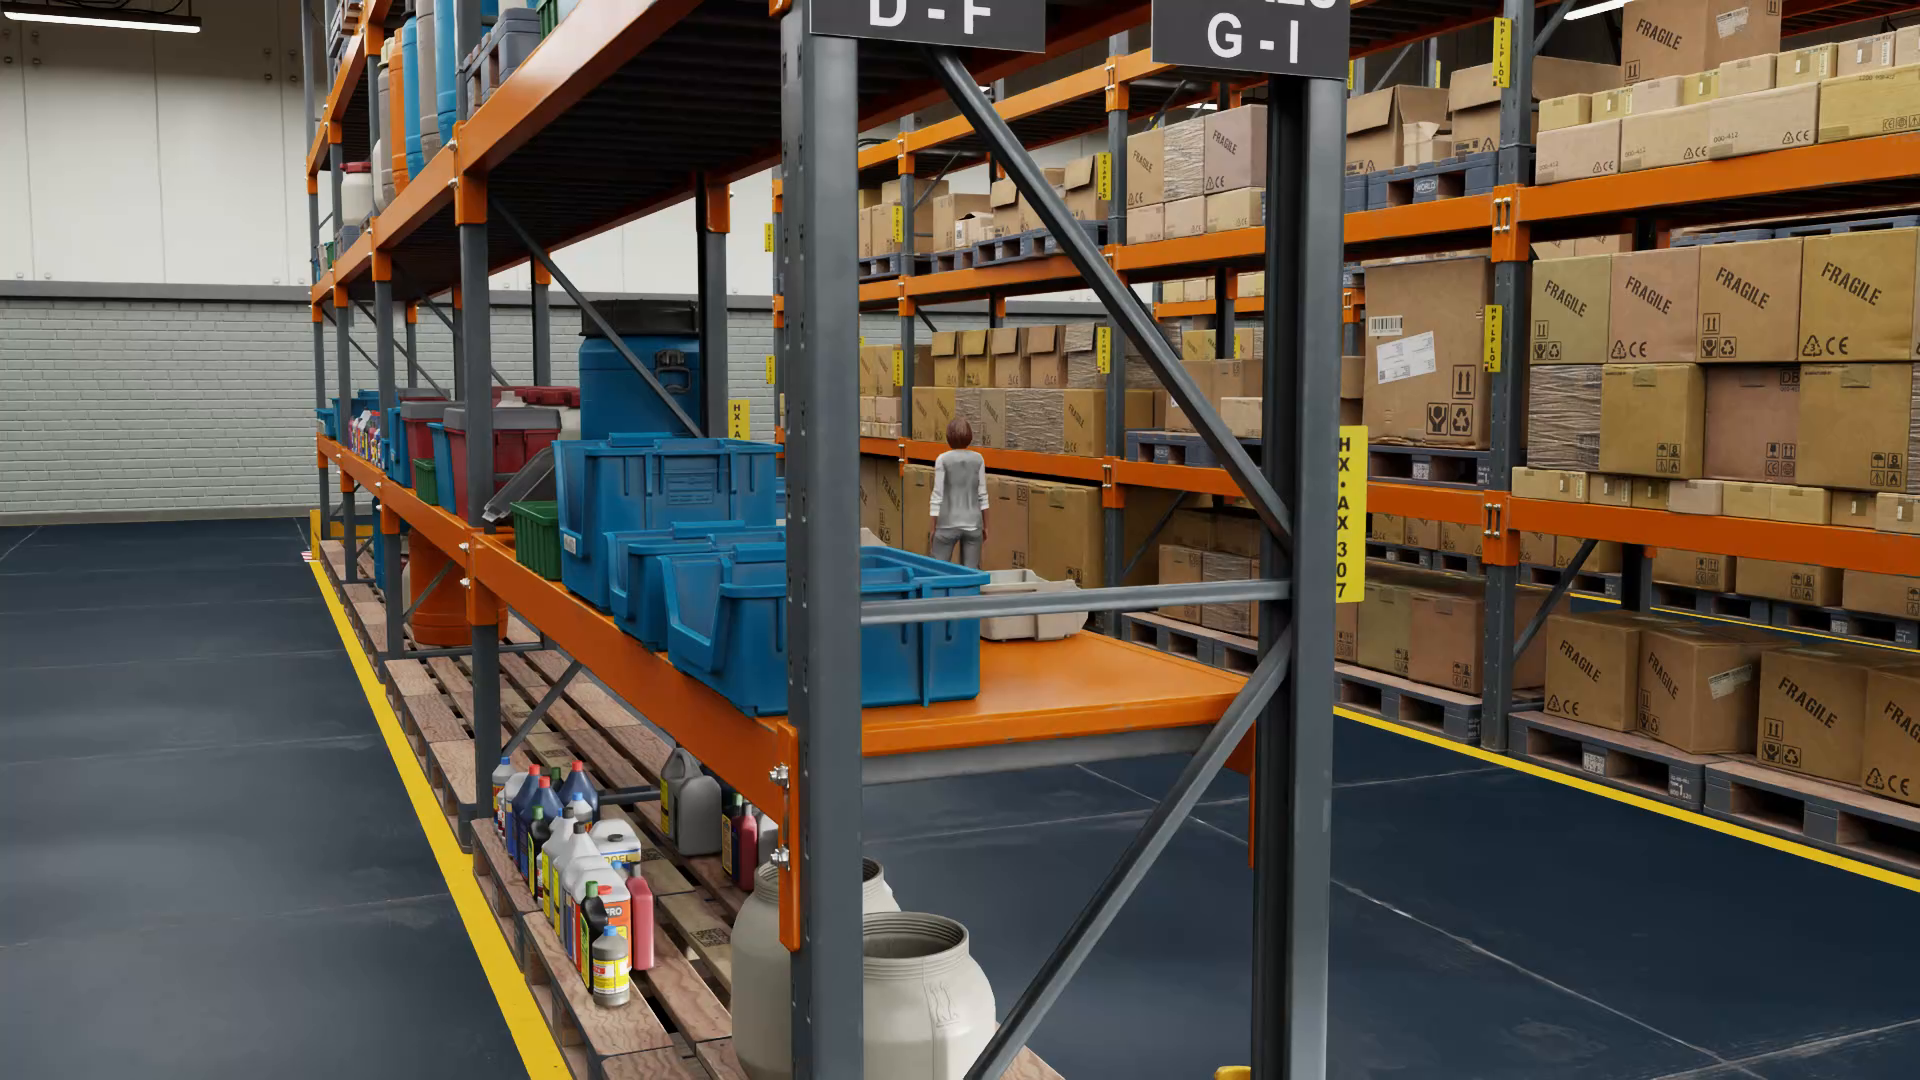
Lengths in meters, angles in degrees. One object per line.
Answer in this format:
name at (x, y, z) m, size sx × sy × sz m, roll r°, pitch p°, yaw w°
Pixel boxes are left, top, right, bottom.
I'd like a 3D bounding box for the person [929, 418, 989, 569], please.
person at (-0.027, -0.065, 11.817) m, size 0.469 × 1.607 × 0.338 m, roll -2°, pitch 6°, yaw -16°
